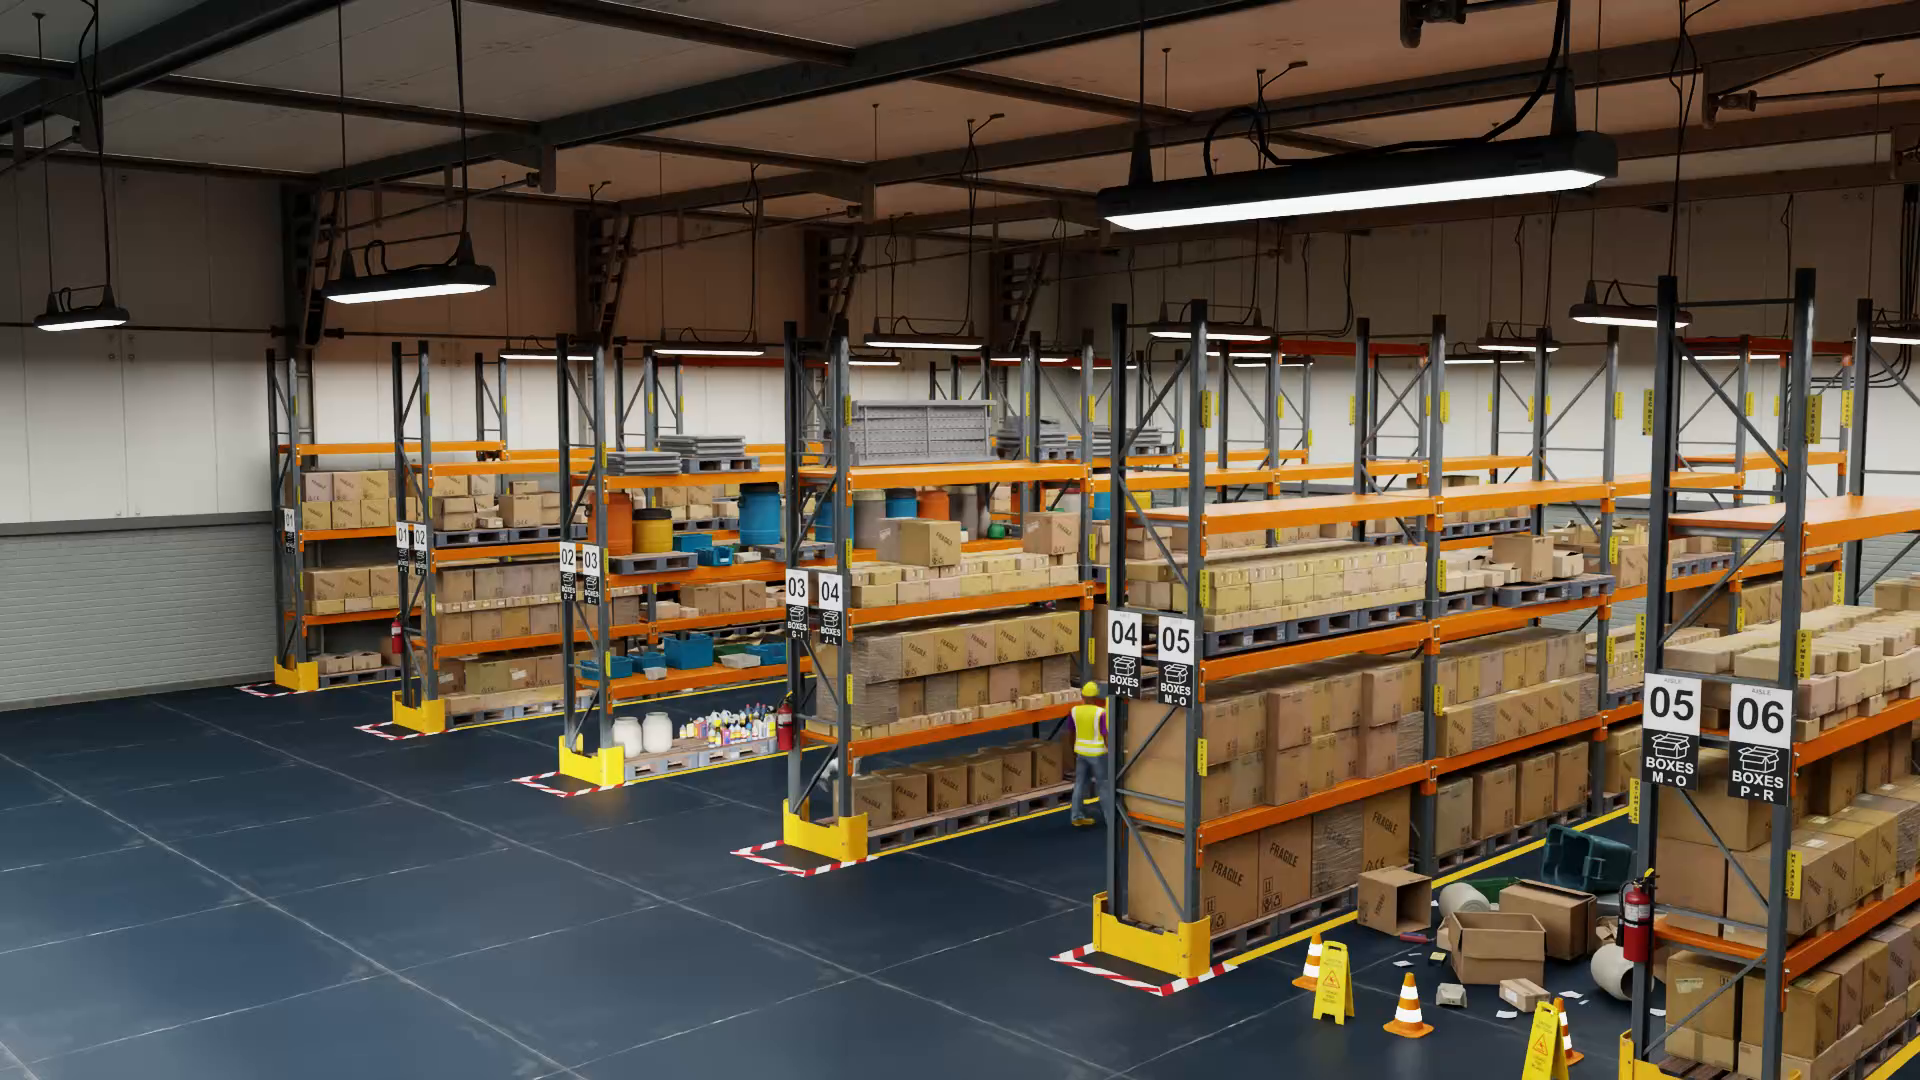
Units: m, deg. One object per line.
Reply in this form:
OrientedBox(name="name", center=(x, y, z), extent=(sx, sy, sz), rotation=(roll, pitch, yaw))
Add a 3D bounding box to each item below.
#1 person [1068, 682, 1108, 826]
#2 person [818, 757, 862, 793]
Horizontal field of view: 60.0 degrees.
OrientedBox(name="person", center=(1.657, 2.562, 19.993), extent=(0.623, 1.757, 0.553), rotation=(-4, 6, -39))
OrientedBox(name="person", center=(-1.486, 2.433, 21.232), extent=(0.724, 1.778, 0.552), rotation=(-1, 5, -9))
